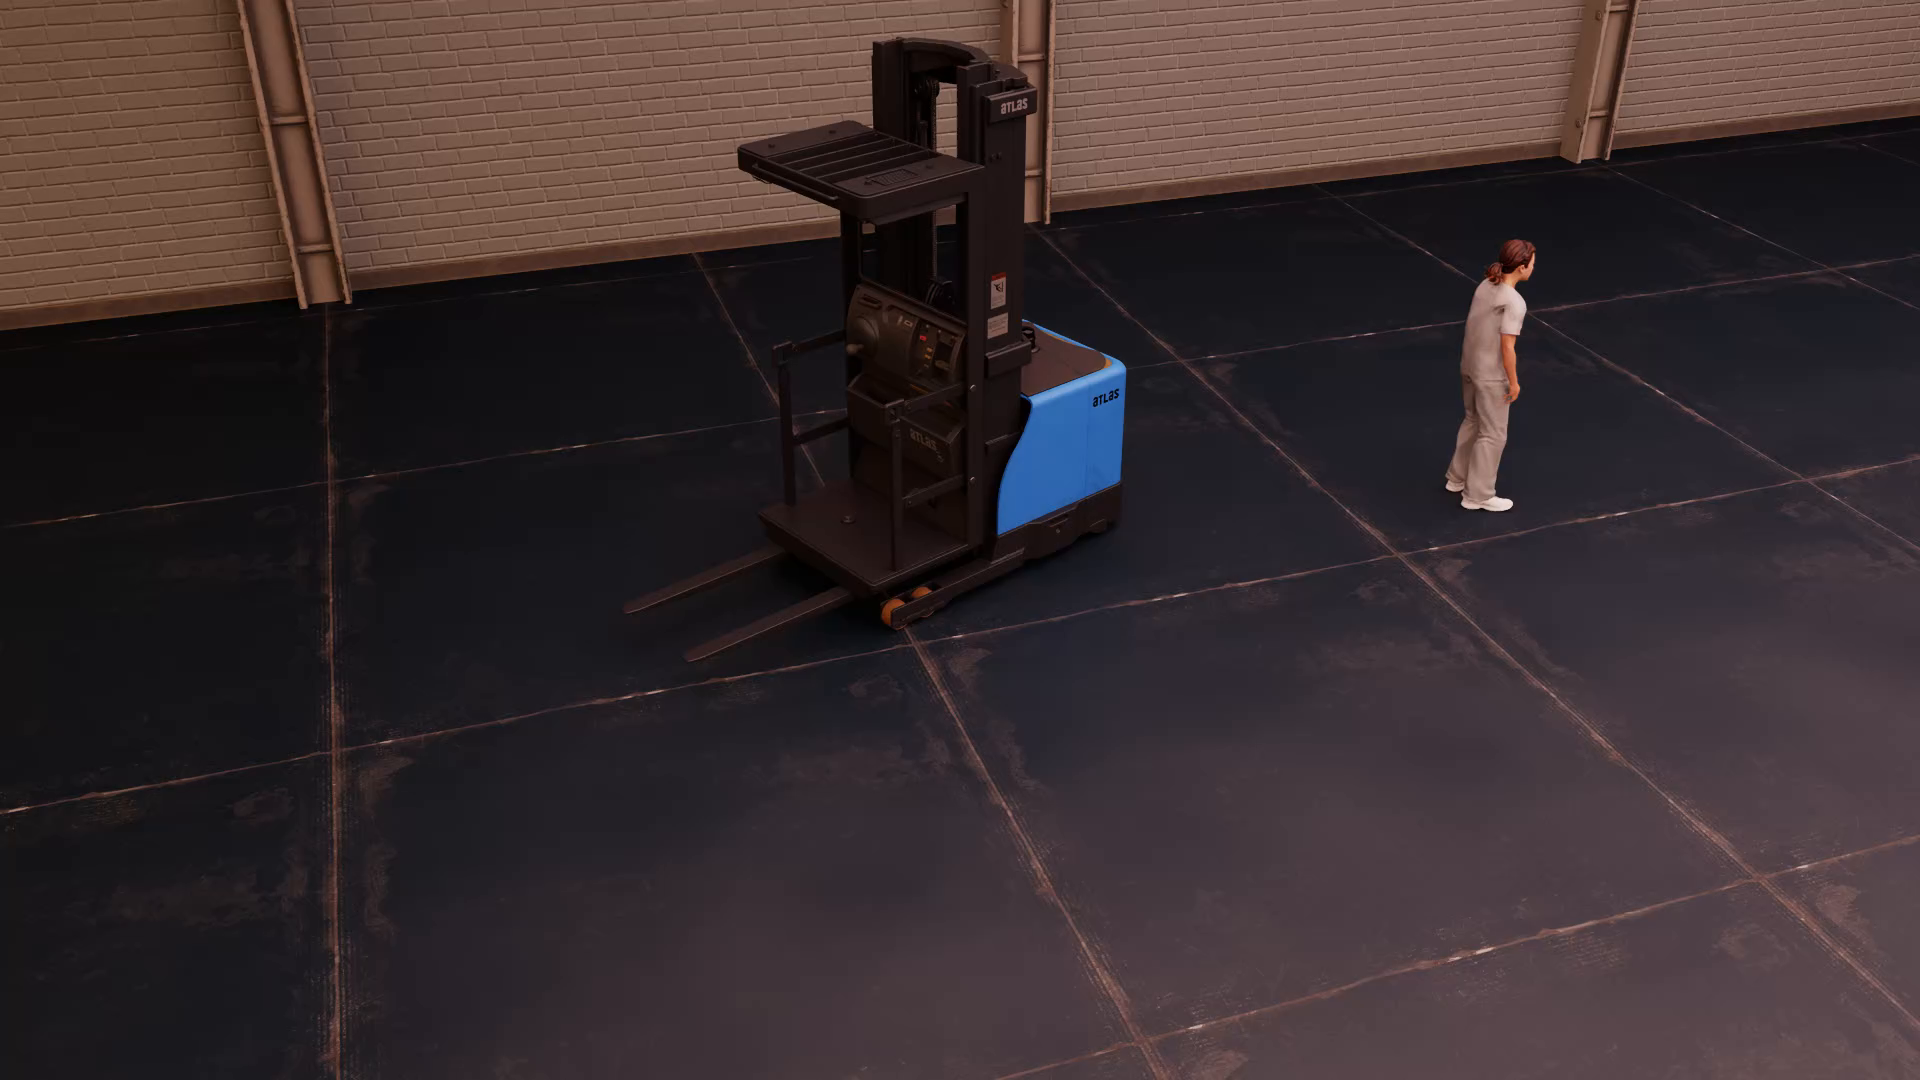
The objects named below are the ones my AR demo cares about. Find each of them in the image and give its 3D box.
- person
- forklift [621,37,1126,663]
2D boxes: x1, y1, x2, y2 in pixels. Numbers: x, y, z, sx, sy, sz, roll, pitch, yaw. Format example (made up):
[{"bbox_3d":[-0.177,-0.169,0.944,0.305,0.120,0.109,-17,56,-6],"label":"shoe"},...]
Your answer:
[{"bbox_3d":[3.233,-1.013,10.110,0.355,1.673,0.510,-5,30,-9],"label":"person"},{"bbox_3d":[-0.461,-1.072,8.951,3.031,2.935,1.130,-23,37,-34],"label":"forklift"}]
